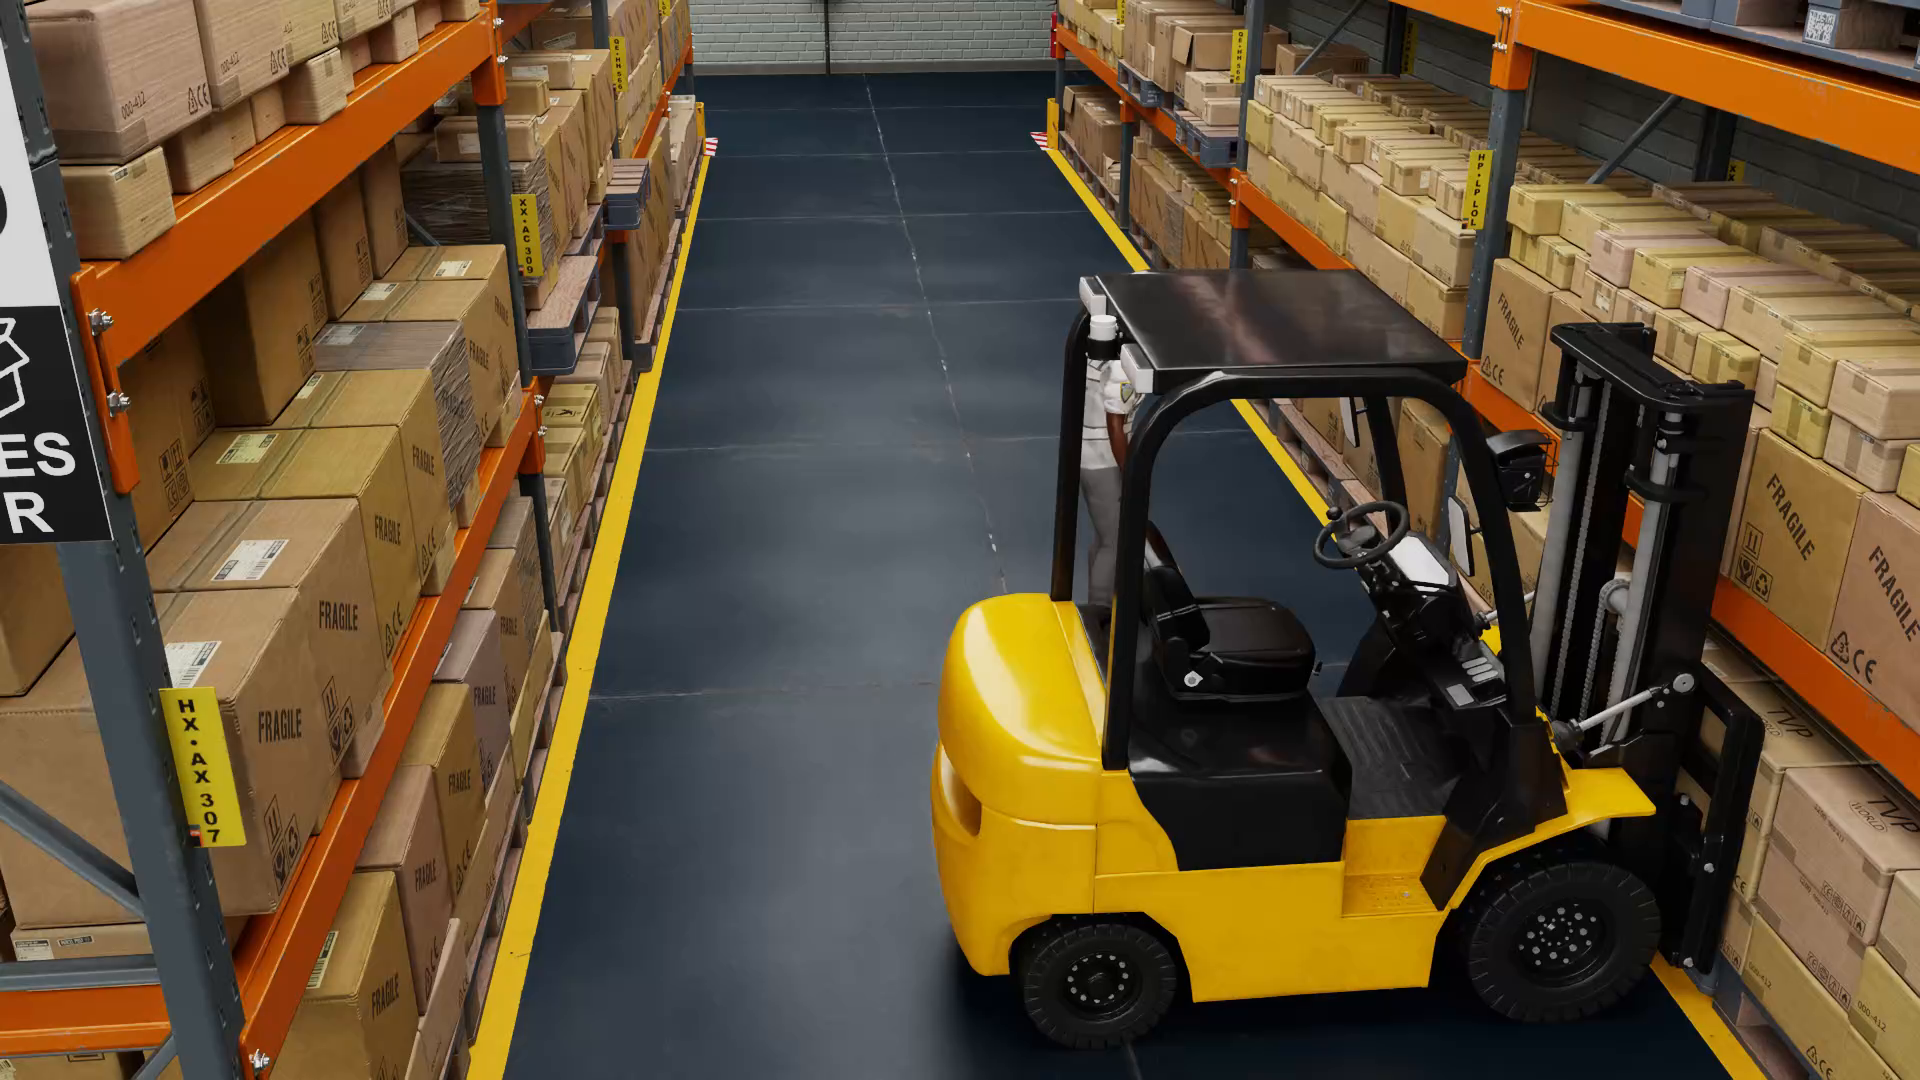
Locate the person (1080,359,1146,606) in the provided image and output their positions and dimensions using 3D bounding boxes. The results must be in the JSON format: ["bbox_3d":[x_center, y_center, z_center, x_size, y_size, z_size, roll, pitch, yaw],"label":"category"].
[{"bbox_3d":[0.686,-0.344,7.373,0.421,1.664,0.532,-4,24,-8],"label":"person"}]
